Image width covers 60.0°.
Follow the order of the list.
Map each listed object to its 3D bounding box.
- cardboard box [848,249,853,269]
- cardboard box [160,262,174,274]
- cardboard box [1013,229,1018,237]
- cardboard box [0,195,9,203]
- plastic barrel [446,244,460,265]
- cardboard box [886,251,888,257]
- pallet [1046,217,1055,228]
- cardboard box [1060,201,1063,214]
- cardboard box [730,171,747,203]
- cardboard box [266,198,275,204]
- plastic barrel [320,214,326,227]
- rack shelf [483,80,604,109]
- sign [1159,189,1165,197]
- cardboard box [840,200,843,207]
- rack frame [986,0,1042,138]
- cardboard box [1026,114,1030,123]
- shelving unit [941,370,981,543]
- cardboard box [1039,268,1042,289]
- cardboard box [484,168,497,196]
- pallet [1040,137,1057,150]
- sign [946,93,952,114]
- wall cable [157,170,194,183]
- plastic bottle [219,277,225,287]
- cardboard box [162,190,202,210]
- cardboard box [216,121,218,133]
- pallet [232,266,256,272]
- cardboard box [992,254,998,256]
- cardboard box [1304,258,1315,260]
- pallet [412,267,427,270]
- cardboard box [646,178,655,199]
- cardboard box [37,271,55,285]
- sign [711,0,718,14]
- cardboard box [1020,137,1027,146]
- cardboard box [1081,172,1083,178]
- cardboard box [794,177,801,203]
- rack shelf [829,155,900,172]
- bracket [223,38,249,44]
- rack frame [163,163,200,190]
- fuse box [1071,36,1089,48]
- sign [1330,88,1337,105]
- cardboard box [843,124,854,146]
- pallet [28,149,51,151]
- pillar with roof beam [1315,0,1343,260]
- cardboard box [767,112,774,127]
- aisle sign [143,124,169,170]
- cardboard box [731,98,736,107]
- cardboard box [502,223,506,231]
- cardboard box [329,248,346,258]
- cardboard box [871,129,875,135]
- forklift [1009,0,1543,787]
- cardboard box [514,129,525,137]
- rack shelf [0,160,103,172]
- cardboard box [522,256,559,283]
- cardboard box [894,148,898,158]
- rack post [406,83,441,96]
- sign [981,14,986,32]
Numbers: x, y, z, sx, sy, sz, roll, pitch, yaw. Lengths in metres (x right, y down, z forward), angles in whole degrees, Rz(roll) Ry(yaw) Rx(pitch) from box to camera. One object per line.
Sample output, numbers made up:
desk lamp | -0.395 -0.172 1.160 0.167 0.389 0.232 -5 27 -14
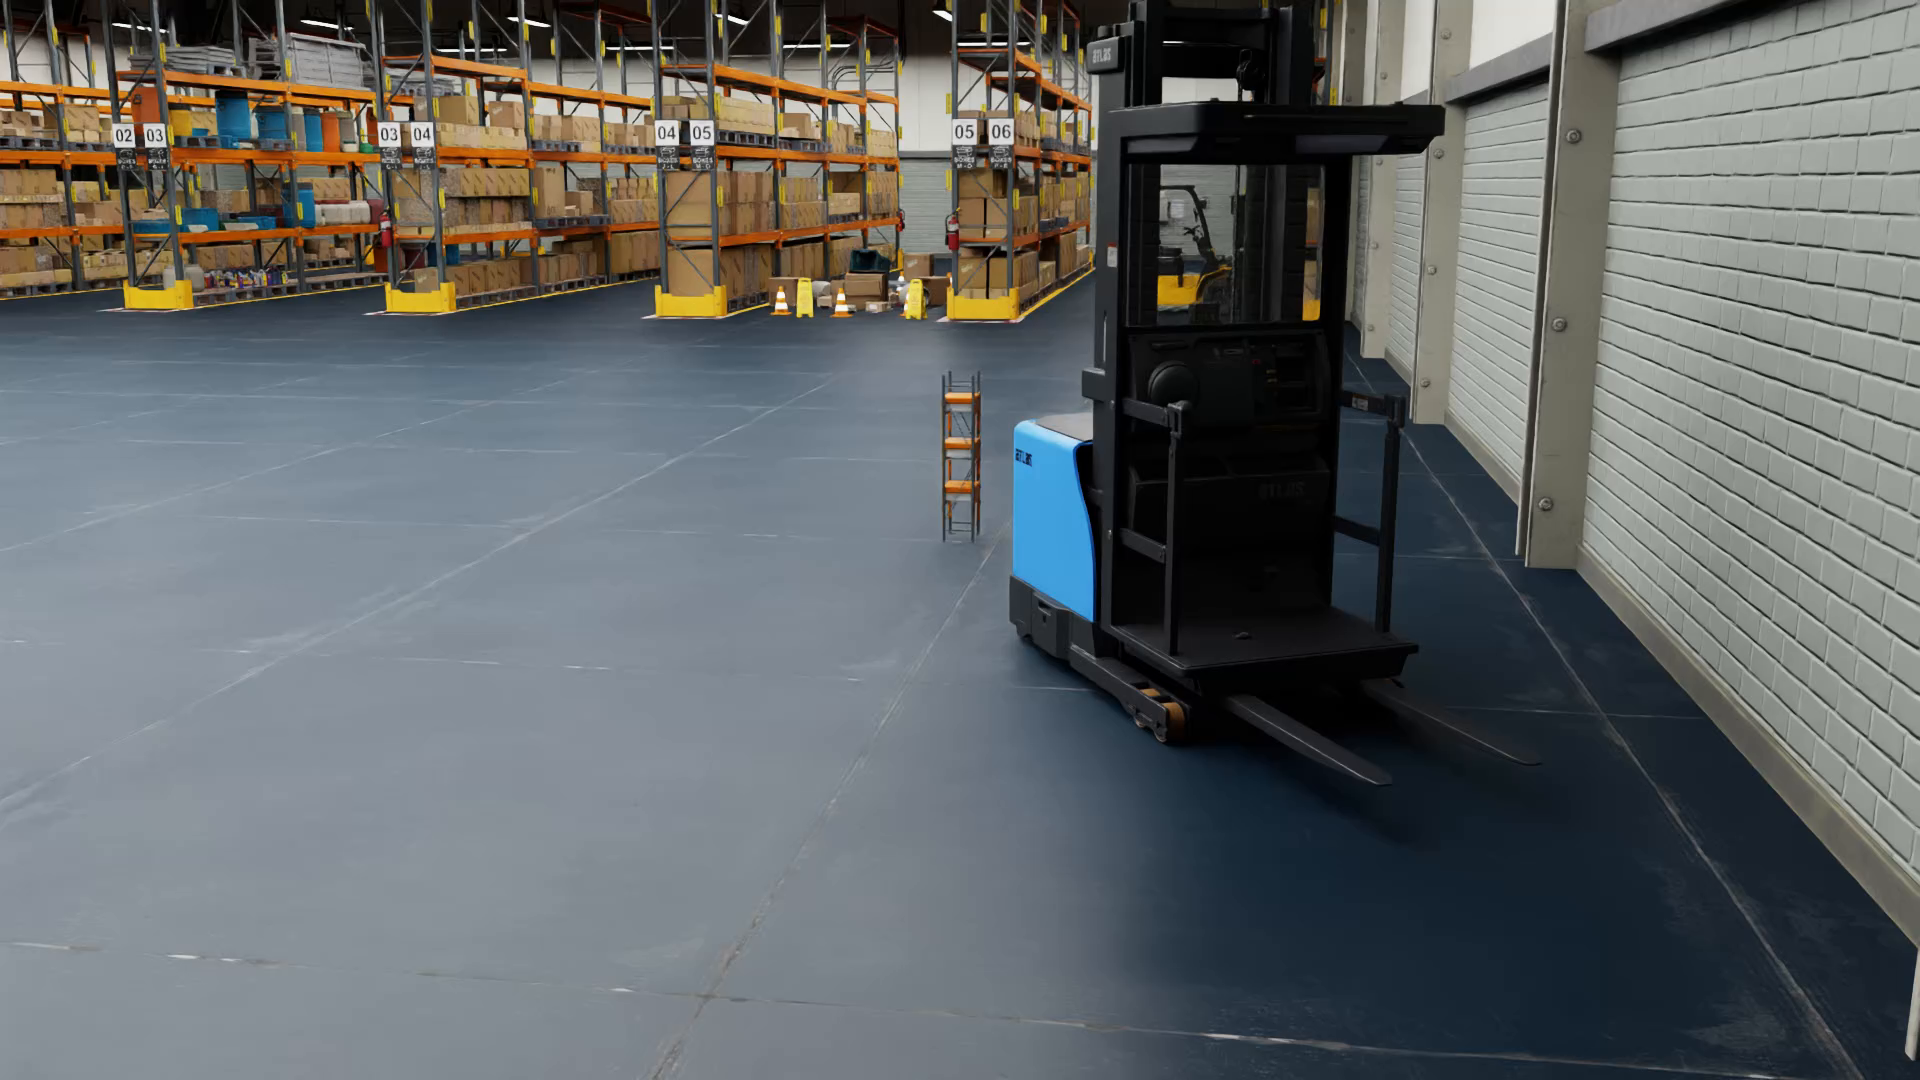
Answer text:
cardboard box | -2.720 -6.377 37.902 0.500 0.500 0.500 2 12 7
cardboard box | -17.897 -6.077 37.101 0.500 0.250 0.500 2 12 8
cardboard box | 0.771 -5.179 28.002 0.380 0.149 0.250 1 12 7
cardboard box | -18.661 -6.591 32.178 0.380 0.149 0.250 2 12 11
plastic barrel | -12.572 -7.179 40.668 0.600 0.901 0.708 2 12 9
cardboard box | -2.022 -7.224 41.958 0.380 0.149 0.250 2 12 9
pallet | 1.335 -6.291 33.018 1.003 0.211 1.213 2 12 9
cardboard box | 1.921 -7.066 35.332 0.500 0.250 0.500 2 12 8
cardboard box | -4.229 -6.179 29.124 0.875 0.550 0.550 2 12 9
cardboard box | -17.542 -8.435 42.274 0.500 0.500 0.500 2 12 10
plastic barrel | -13.347 -6.650 34.557 0.301 0.262 0.301 0 12 0
rack shelf | -8.501 -9.088 33.960 1.077 0.370 4.000 2 12 9
sign | 5.704 -9.988 47.758 0.339 0.242 0.001 2 12 9
cardboard box | -2.838 -7.527 37.194 0.380 0.149 0.250 2 12 8
rack frame | 0.984 -8.898 30.420 1.000 3.000 0.127 2 12 9
cardboard box | 1.007 -7.300 28.828 0.380 0.149 0.250 2 12 9
shelving unit | 0.008 -0.524 10.434 0.215 1.050 0.252 2 12 9
cardboard box | 1.062 -4.995 31.792 0.950 0.372 0.625 2 12 9
cardboard box | -8.839 -6.555 30.471 0.500 0.500 0.500 2 12 9
pallet | 1.184 -7.465 31.337 1.213 0.211 1.003 2 12 9
sign | -0.177 -7.054 26.882 0.100 0.325 0.005 2 12 9
wall cable | -22.384 -10.060 47.640 0.084 1.984 1.851 2 12 9
plastic bottle | -14.233 -4.978 32.070 0.097 0.201 0.097 0 12 0
cardboard box | -17.996 -7.830 38.470 0.700 0.500 0.500 -2 12 -10
cardboard box | -17.719 -9.662 39.617 0.600 0.600 0.600 1 12 6
pallet | -17.639 -6.485 40.083 1.003 0.211 1.213 2 12 9
cardboard box | 0.396 -4.749 29.159 0.500 0.500 0.500 2 12 7
cardboard box | 5.608 -4.520 27.505 0.500 0.250 0.500 2 12 9
pallet | -12.817 -6.335 39.387 1.003 0.211 1.213 2 12 9
cardboard box | -7.668 -8.358 39.535 0.797 0.503 0.637 2 12 7
cardboard box | -18.538 -5.262 33.319 0.500 0.250 0.500 2 12 9
sign | -3.991 -8.719 26.999 0.100 0.325 0.005 2 12 9
cardboard box | 0.935 -6.804 28.419 0.380 0.149 0.250 2 12 9
cardboard box | 2.772 -8.859 40.330 0.380 0.149 0.250 2 12 9
cardboard box | -3.618 -7.063 33.536 0.700 0.500 0.500 2 12 8
rack shelf | -2.385 -9.301 41.118 1.077 0.370 4.000 2 12 9
bracket | -21.397 -14.993 50.161 0.076 0.066 3.189 2 12 9
rack frame | -21.646 -9.266 46.368 1.000 3.000 0.127 2 12 9
fuse box | 3.419 -14.137 47.137 0.513 0.334 0.176 2 12 9
sign | 5.821 -6.885 25.940 0.100 0.325 0.005 2 12 9
cardboard box | -2.859 -9.415 38.706 0.700 0.500 0.500 2 12 9
pallet | -22.661 -9.343 40.055 1.003 0.211 1.213 2 12 11
pillar with roof beam | 2.940 -9.409 32.794 9.100 9.000 0.400 2 12 9
cardboard box | -3.745 -7.786 30.799 0.500 0.250 0.500 2 12 8
aisle sign | -14.039 -6.860 29.036 0.394 0.787 0.004 2 12 9
cardboard box | -4.054 -7.476 28.415 0.380 0.149 0.250 2 12 9
cardboard box | -8.794 -5.904 31.365 0.380 0.149 0.250 2 12 9
cardboard box | -16.767 -7.659 44.394 0.500 0.250 0.500 2 12 9
cardboard box | -2.266 -9.817 40.029 0.380 0.149 0.250 2 12 7
forklift | 1.219 -0.712 6.842 1.130 2.935 3.031 -4 13 -19
cardboard box | -8.573 -7.797 31.843 0.380 0.149 0.250 2 12 10
rack shelf | -22.569 -9.131 40.332 1.077 0.370 4.000 2 12 9
cardboard box | -8.601 -5.505 33.807 0.700 0.500 0.500 2 12 8
cardboard box | -1.886 -9.892 42.511 0.500 0.250 0.500 2 12 7
rack post | -12.658 -10.375 38.461 0.937 0.300 0.954 3 13 15
sign | 0.435 -9.449 30.383 0.100 0.325 0.005 2 12 9
